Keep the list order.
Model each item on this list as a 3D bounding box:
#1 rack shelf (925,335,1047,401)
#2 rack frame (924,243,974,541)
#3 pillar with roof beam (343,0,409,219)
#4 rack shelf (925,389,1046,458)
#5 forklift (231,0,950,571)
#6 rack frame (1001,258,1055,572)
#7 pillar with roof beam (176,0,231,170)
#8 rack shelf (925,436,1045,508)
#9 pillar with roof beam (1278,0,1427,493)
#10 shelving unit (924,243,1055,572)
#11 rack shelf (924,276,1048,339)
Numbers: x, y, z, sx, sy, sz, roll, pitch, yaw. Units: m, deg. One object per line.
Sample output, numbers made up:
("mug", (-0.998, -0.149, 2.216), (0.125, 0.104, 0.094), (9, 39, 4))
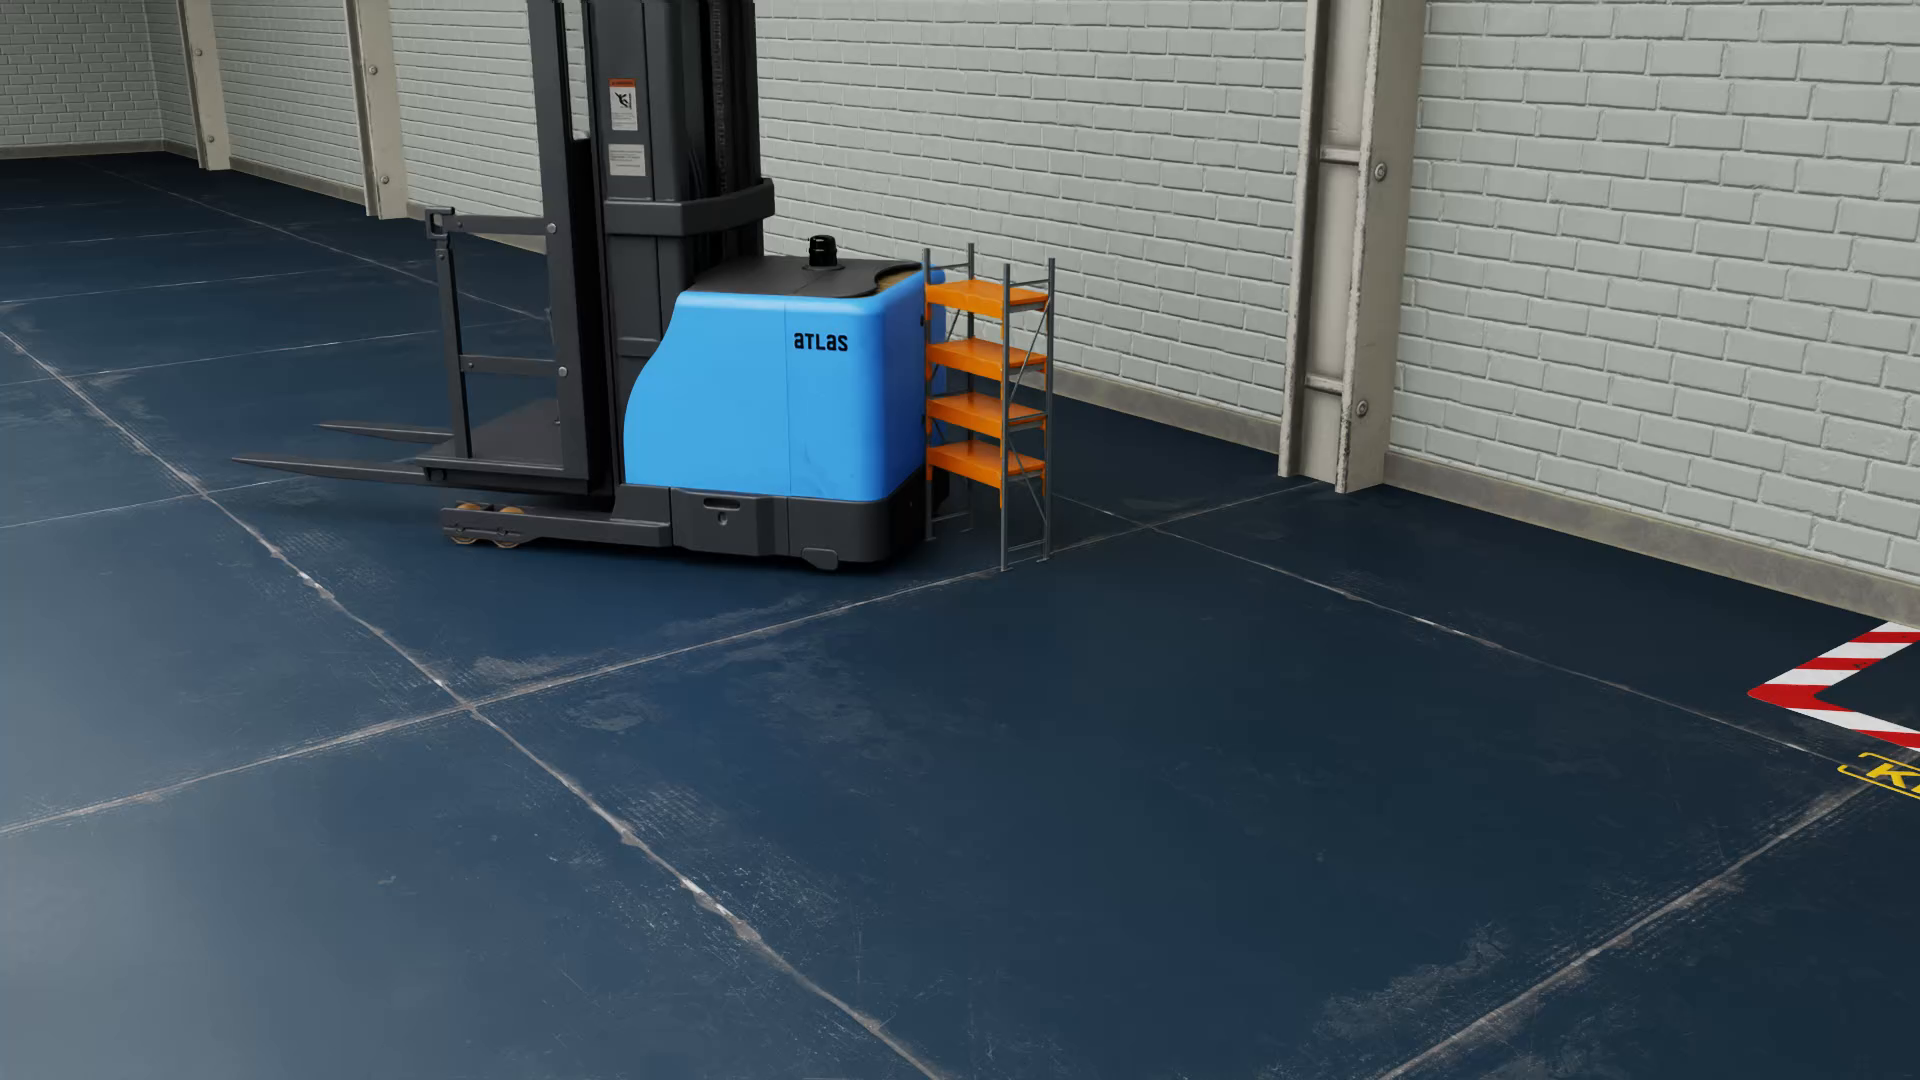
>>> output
("rack shelf", (0.108, -0.677, 6.500), (0.258, 0.148, 0.480), (-14, 23, -36))
("rack frame", (-0.042, -0.589, 6.732), (0.240, 1.200, 0.015), (-14, 23, -36))
("pillar with roof beam", (-9.098, -6.676, 12.709), (9.100, 9.000, 0.400), (-14, 23, -36))
("rack shelf", (0.108, -0.465, 6.571), (0.258, 0.148, 0.480), (-14, 23, -36))
("forklift", (-1.620, -1.511, 6.762), (3.031, 2.935, 1.130), (5, 19, 14))
("rack frame", (0.259, -0.468, 6.367), (0.240, 1.200, 0.015), (-14, 23, -36))
("pillar with roof beam", (-12.823, -8.155, 17.173), (9.100, 9.000, 0.400), (-14, 23, -36))
("rack shelf", (0.108, -0.276, 6.633), (0.258, 0.148, 0.480), (-14, 23, -36))
("pillar with roof beam", (-1.647, -3.719, 3.779), (9.100, 9.000, 0.400), (-14, 23, -36))
("shelving unit", (0.108, -0.528, 6.549), (0.258, 1.200, 0.503), (-14, 23, -36))
("rack shelf", (0.108, -0.901, 6.426), (0.258, 0.148, 0.480), (-14, 23, -36))
